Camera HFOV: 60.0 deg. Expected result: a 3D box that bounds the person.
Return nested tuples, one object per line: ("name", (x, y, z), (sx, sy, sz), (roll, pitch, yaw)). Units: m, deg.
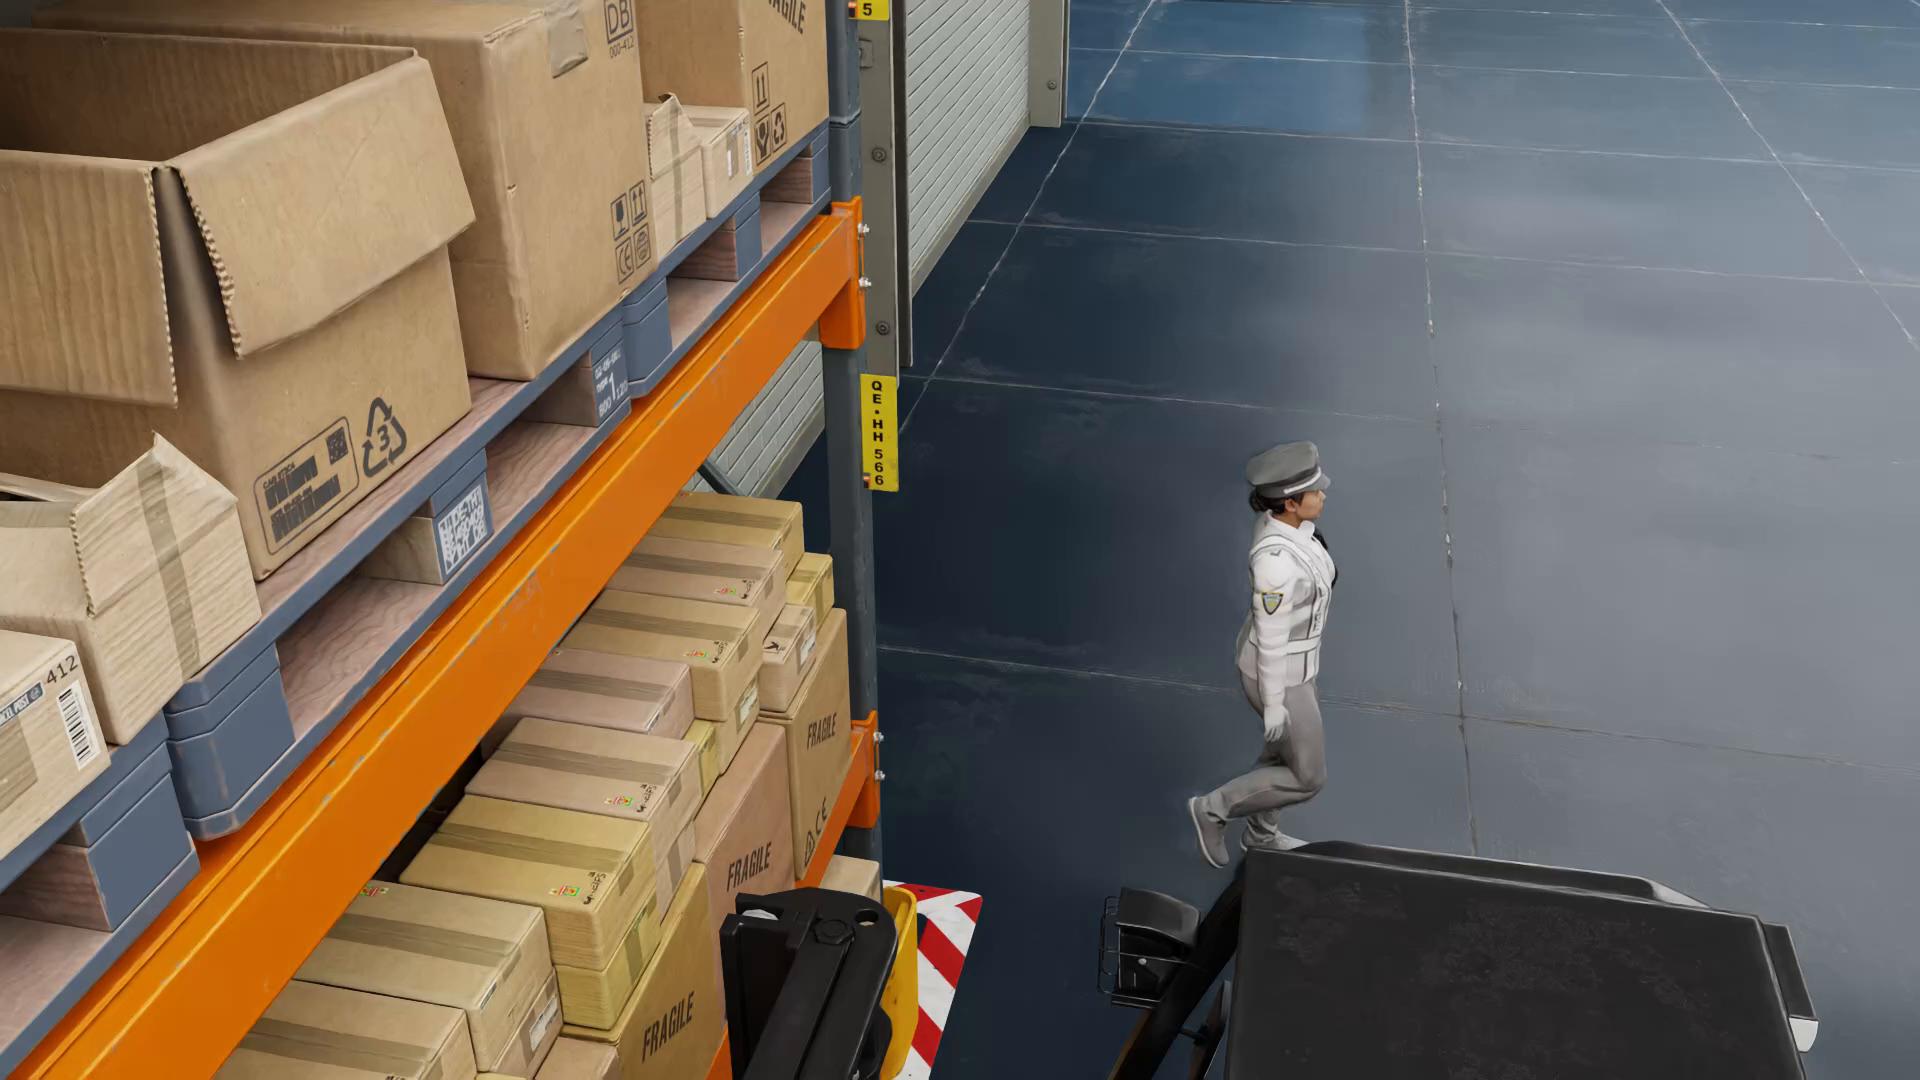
("person", (1.077, 0.434, 5.754), (0.482, 1.682, 0.498), (6, 30, 11))
